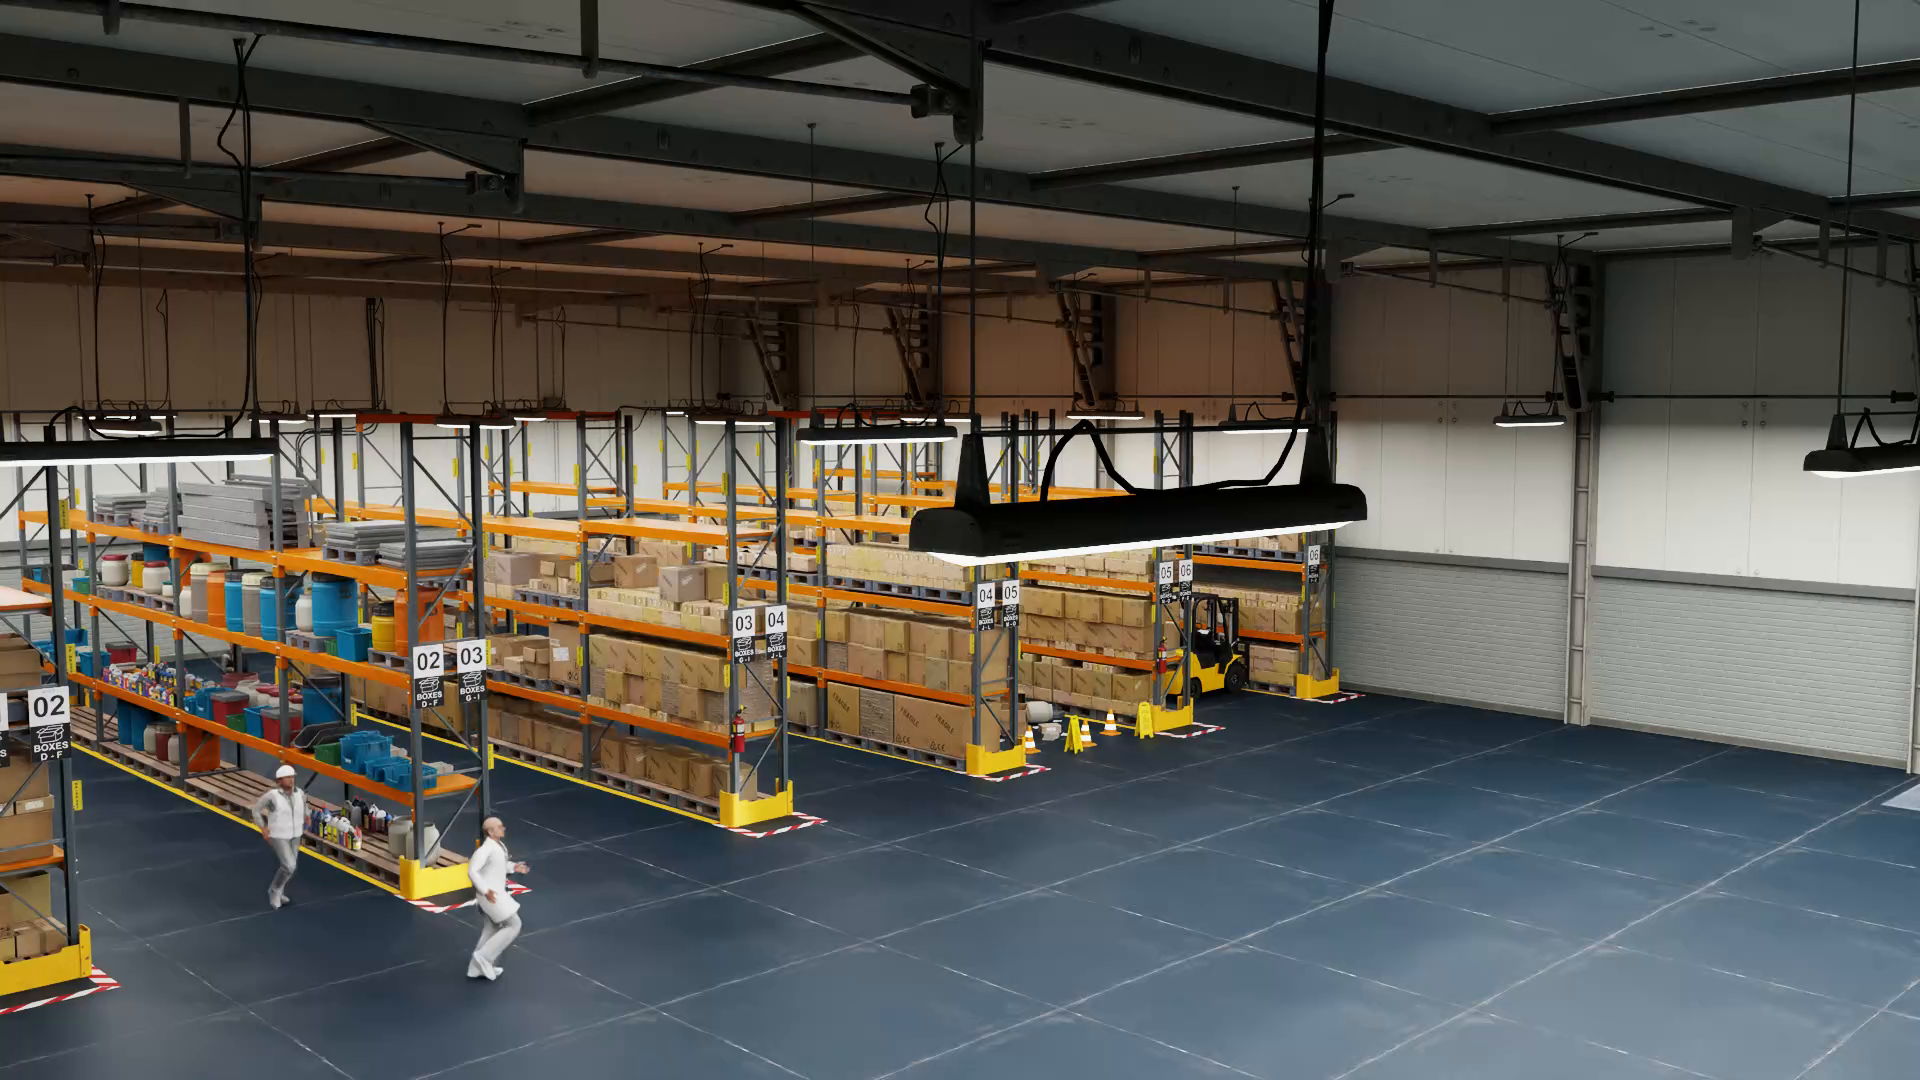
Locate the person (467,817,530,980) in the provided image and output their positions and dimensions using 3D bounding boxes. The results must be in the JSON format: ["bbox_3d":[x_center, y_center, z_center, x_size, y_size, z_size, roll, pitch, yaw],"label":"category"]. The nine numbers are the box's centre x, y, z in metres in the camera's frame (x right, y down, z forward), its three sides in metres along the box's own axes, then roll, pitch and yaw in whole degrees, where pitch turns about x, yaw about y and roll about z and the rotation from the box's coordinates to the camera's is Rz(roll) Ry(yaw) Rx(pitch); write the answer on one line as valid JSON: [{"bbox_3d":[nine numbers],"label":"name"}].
[{"bbox_3d":[-5.031,3.880,18.111,0.689,1.753,0.683,-1,5,-16],"label":"person"}]

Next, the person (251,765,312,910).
[{"bbox_3d":[-8.348,3.670,20.630,0.671,1.760,0.661,3,6,31],"label":"person"}]

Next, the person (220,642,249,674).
[{"bbox_3d":[-13.735,2.739,31.545,0.804,1.781,0.643,4,6,39],"label":"person"}]
